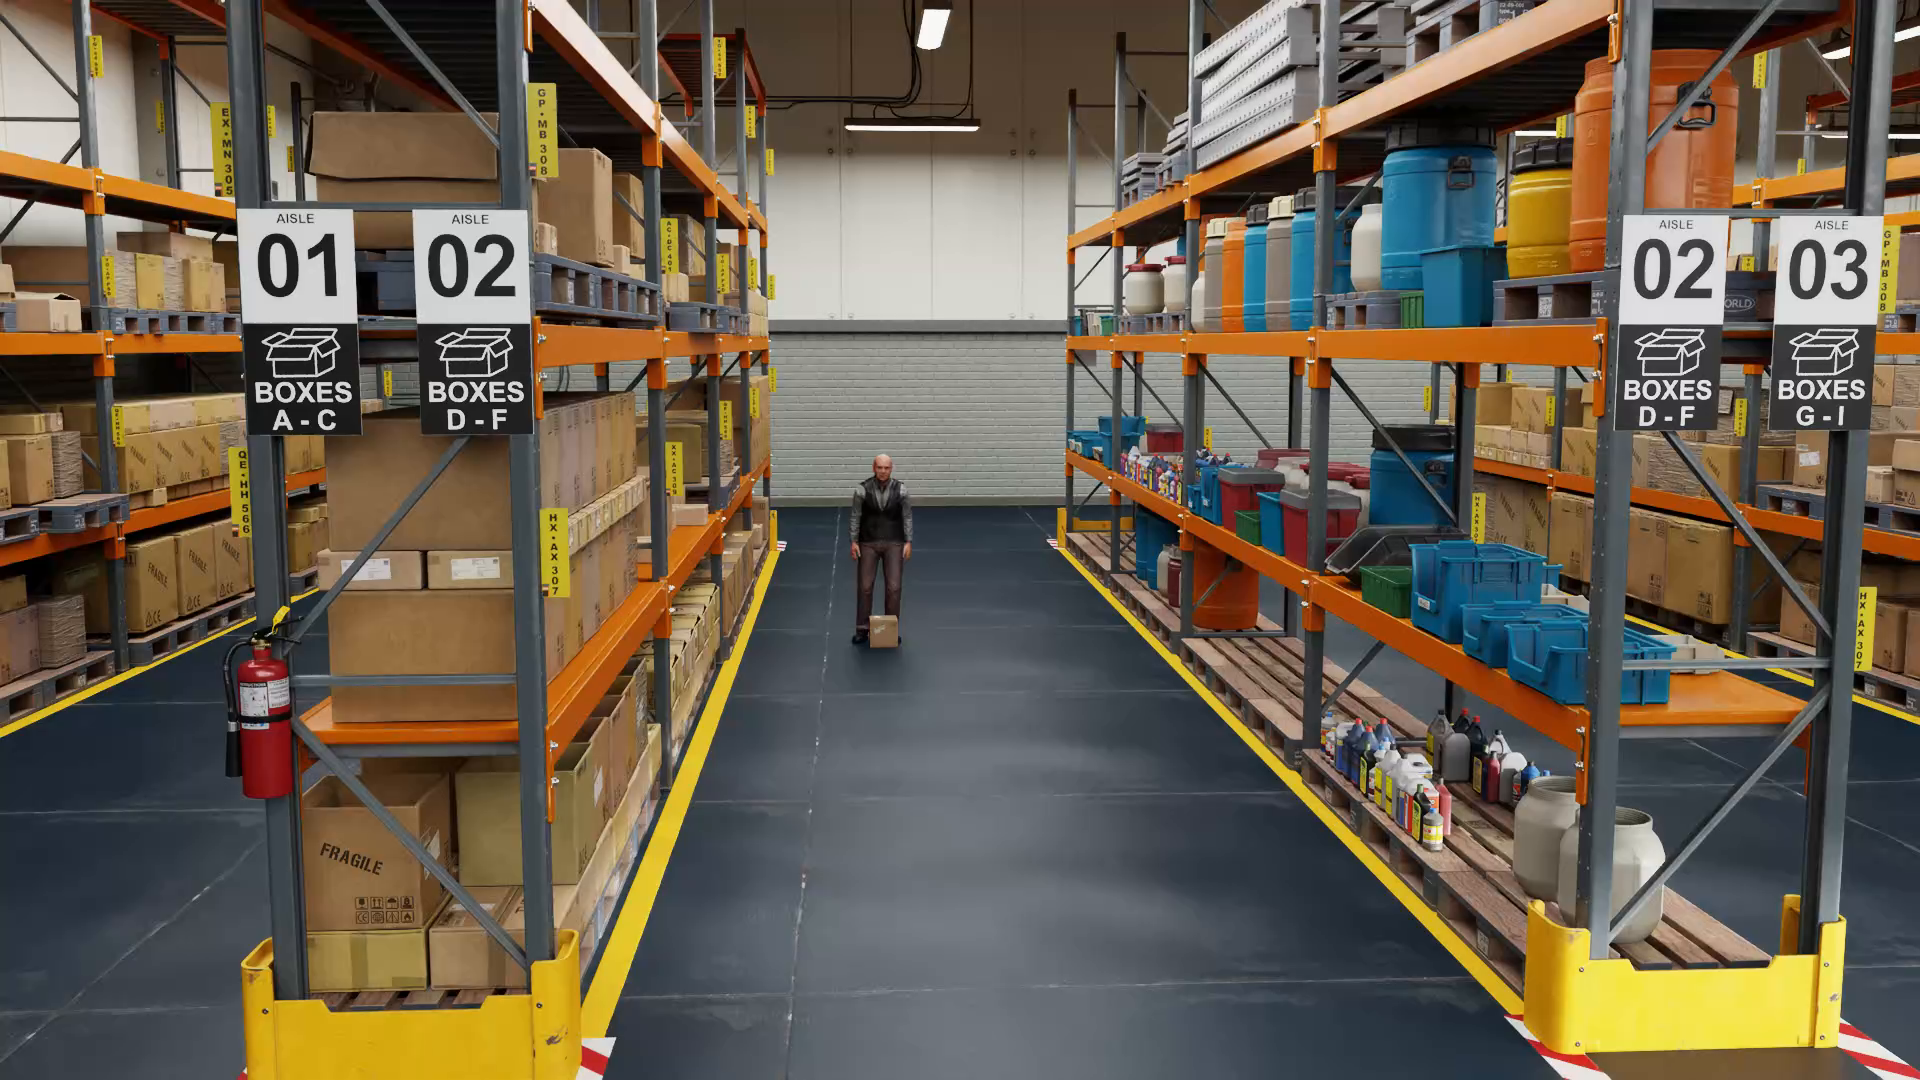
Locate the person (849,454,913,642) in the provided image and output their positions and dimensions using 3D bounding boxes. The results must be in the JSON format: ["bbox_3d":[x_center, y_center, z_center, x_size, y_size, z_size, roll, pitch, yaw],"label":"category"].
[{"bbox_3d":[-0.723,0.070,15.259,0.581,1.719,0.461,0,7,-4],"label":"person"}]
